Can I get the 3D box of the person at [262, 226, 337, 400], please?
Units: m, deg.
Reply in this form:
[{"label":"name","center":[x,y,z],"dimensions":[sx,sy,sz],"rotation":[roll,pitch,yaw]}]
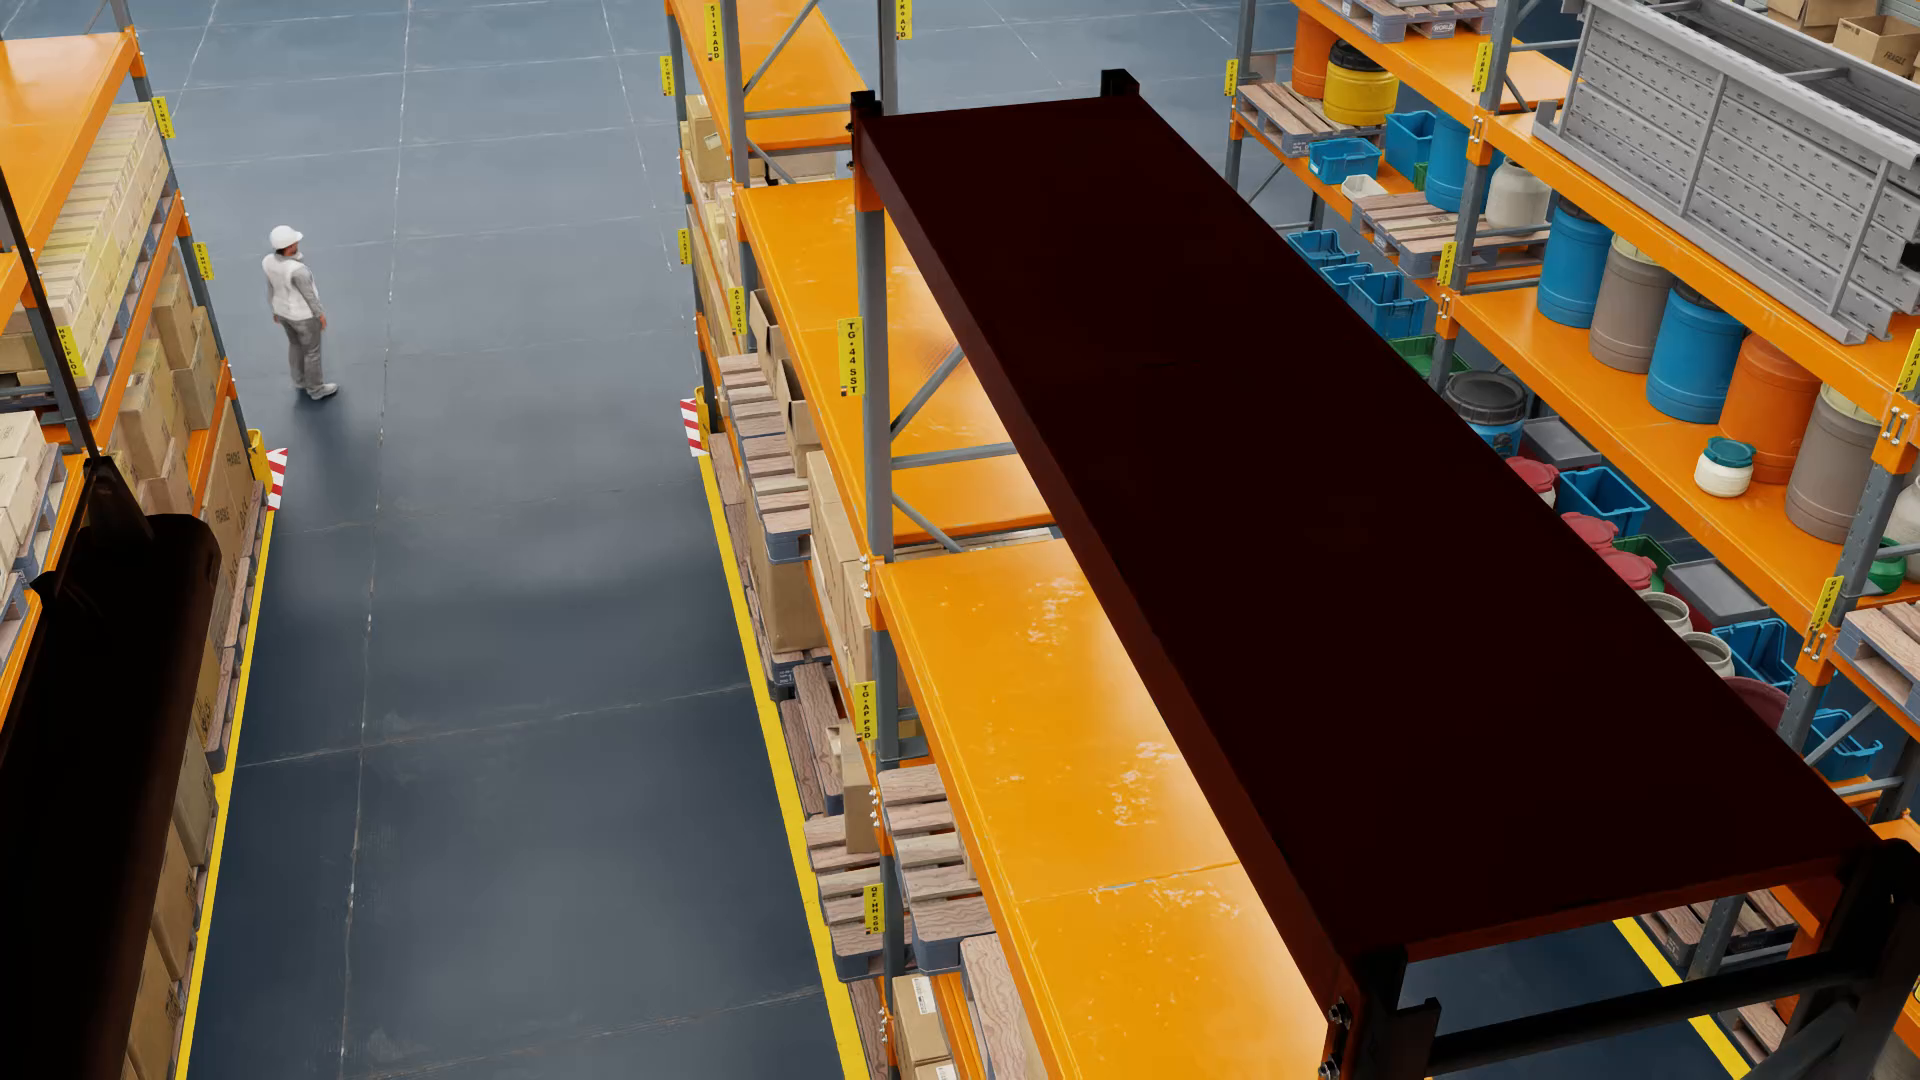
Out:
[{"label":"person","center":[-6.218,-2.138,15.667],"dimensions":[0.608,1.815,0.409],"rotation":[19,39,25]}]
